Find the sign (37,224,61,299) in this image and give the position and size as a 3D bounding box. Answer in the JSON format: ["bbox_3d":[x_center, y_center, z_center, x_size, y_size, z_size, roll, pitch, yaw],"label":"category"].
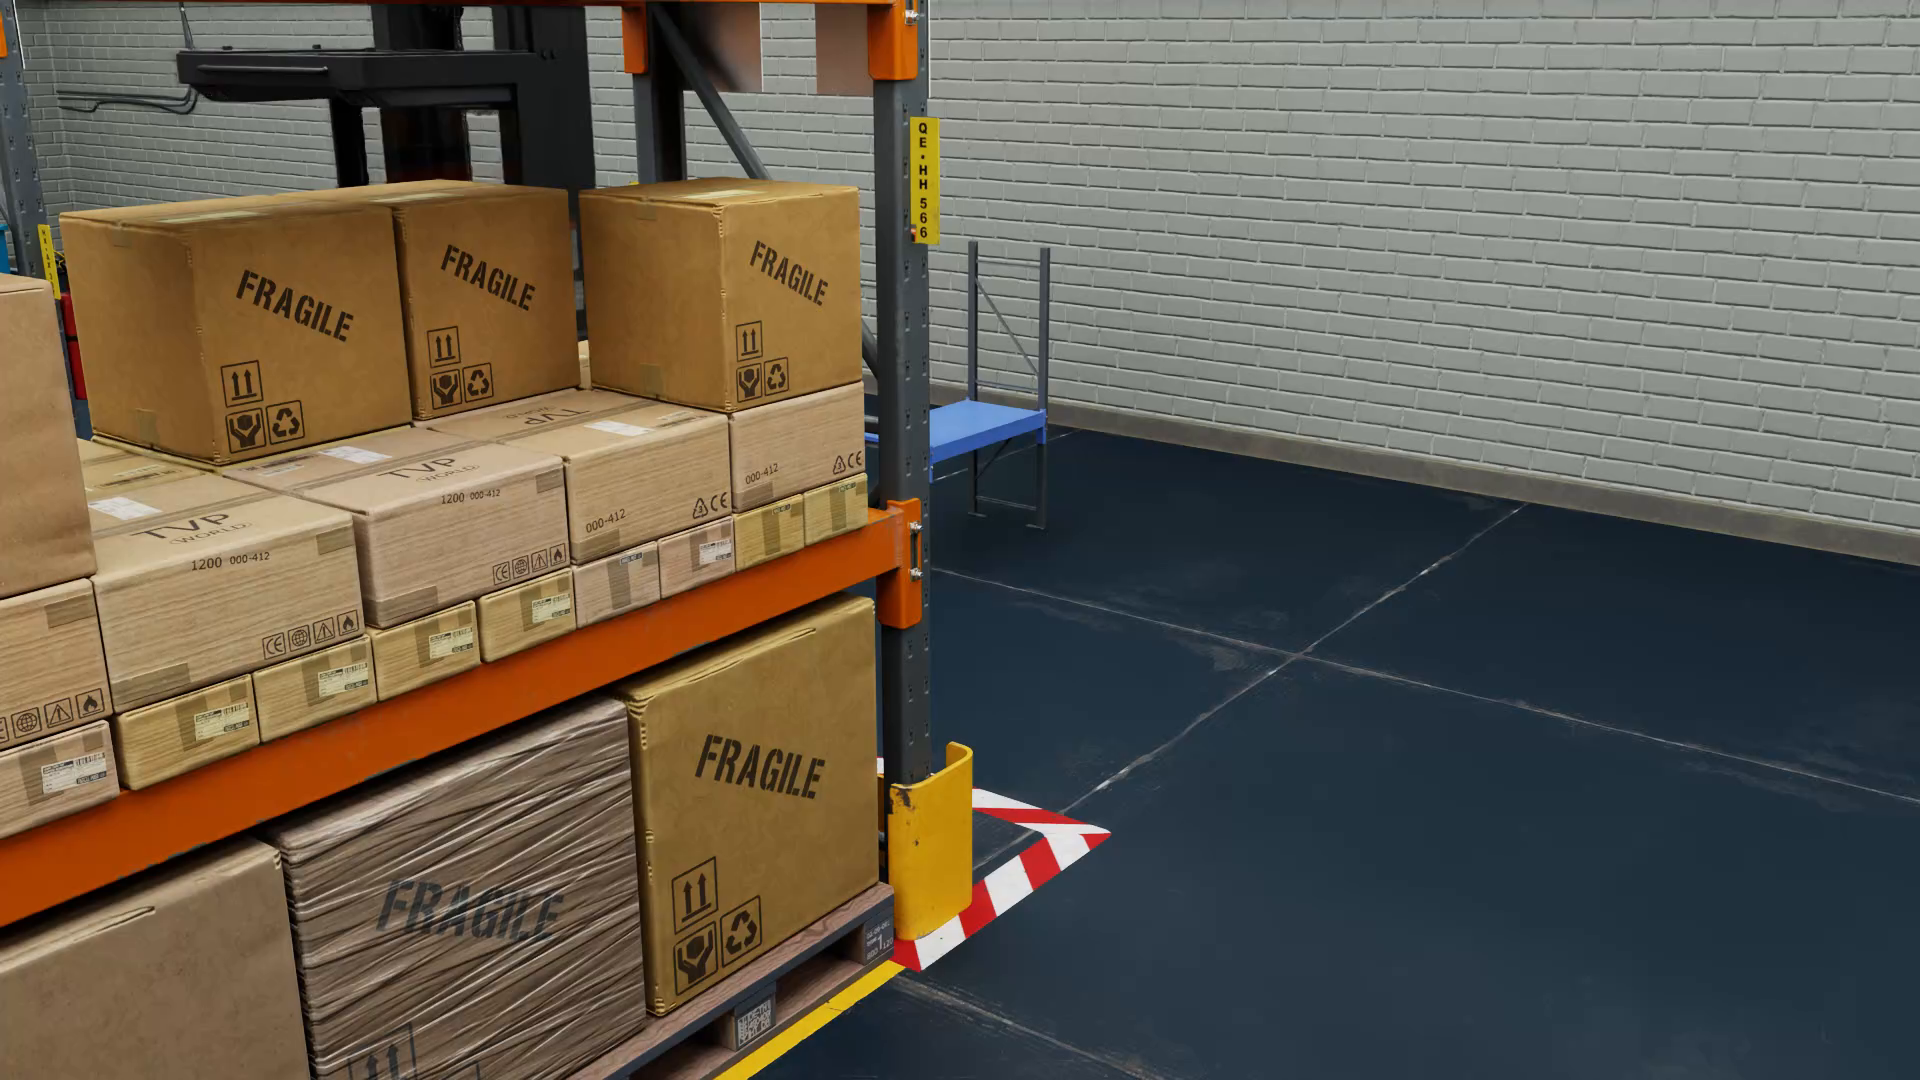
[{"bbox_3d":[-4.048,-1.236,7.392,0.100,0.325,0.005,12,21,35],"label":"sign"}]

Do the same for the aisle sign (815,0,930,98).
[{"bbox_3d":[-0.238,-1.582,4.397,0.394,0.787,0.004,12,21,35],"label":"aisle sign"}]

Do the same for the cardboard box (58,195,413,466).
[{"bbox_3d":[-1.627,-0.495,3.766,0.500,0.500,0.500,12,21,33],"label":"cardboard box"}]

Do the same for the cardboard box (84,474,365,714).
[{"bbox_3d":[-1.511,0.082,3.172,0.500,0.250,0.500,12,21,35],"label":"cardboard box"}]

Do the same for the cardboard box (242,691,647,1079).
[{"bbox_3d":[-1.381,0.821,3.916,0.875,0.875,0.875,12,21,35],"label":"cardboard box"}]

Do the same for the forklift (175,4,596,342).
[{"bbox_3d":[-2.186,-0.831,6.476,1.130,2.935,3.031,11,20,31],"label":"forklift"}]

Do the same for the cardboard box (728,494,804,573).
[{"bbox_3d":[-0.623,-0.051,4.274,0.380,0.149,0.250,13,21,35],"label":"cardboard box"}]

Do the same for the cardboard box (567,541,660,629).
[{"bbox_3d":[-0.924,0.068,3.891,0.380,0.149,0.250,13,21,36],"label":"cardboard box"}]

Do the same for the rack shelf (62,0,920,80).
[{"bbox_3d":[-1.714,-0.989,3.026,1.077,0.370,4.000,12,21,35],"label":"rack shelf"}]

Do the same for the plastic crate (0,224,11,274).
[{"bbox_3d":[-4.549,-1.184,7.339,0.616,0.435,0.499,12,21,35],"label":"plastic crate"}]

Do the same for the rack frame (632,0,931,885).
[{"bbox_3d":[-0.522,-0.376,4.898,1.000,3.000,0.127,12,21,35],"label":"rack frame"}]

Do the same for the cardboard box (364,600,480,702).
[{"bbox_3d":[-1.231,0.192,3.491,0.380,0.149,0.250,13,21,35],"label":"cardboard box"}]

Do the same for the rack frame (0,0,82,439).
[{"bbox_3d":[-4.500,-1.252,7.716,1.000,3.000,0.127,12,21,35],"label":"rack frame"}]

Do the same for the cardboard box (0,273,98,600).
[{"bbox_3d":[-1.809,-0.162,2.694,0.500,0.500,0.500,12,21,33],"label":"cardboard box"}]

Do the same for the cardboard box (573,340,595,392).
[{"bbox_3d":[-1.025,-0.380,4.662,0.500,0.250,0.500,12,21,33],"label":"cardboard box"}]

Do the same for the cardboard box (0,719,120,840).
[{"bbox_3d":[-1.690,0.376,2.899,0.380,0.149,0.250,13,21,35],"label":"cardboard box"}]

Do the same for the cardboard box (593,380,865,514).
[{"bbox_3d":[-0.598,-0.284,4.353,0.500,0.250,0.500,12,21,34],"label":"cardboard box"}]

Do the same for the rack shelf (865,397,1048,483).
[{"bbox_3d":[-0.051,-0.524,8.509,0.538,0.185,1.000,12,21,35],"label":"rack shelf"}]

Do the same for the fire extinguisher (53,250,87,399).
[{"bbox_3d":[-4.045,-0.992,7.640,0.296,0.674,0.183,12,21,35],"label":"fire extinguisher"}]

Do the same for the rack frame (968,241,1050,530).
[{"bbox_3d":[0.252,-0.817,8.846,0.500,1.500,0.032,12,21,35],"label":"rack frame"}]

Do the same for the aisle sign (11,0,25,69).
[{"bbox_3d":[-4.222,-2.458,7.219,0.394,0.787,0.004,12,21,35],"label":"aisle sign"}]

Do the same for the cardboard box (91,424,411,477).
[{"bbox_3d":[-1.632,-0.136,3.876,0.500,0.250,0.500,12,21,33],"label":"cardboard box"}]

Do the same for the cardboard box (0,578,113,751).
[{"bbox_3d":[-1.811,0.198,2.799,0.500,0.250,0.500,13,22,36],"label":"cardboard box"}]

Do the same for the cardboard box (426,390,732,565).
[{"bbox_3d":[-0.901,-0.164,3.965,0.500,0.250,0.500,12,21,34],"label":"cardboard box"}]

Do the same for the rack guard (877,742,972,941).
[{"bbox_3d":[-0.508,0.812,5.287,1.175,0.500,0.348,12,21,35],"label":"rack guard"}]

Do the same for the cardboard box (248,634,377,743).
[{"bbox_3d":[-1.381,0.251,3.302,0.380,0.149,0.250,13,21,36],"label":"cardboard box"}]

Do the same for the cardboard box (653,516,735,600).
[{"bbox_3d":[-0.775,0.009,4.081,0.380,0.149,0.250,12,21,35],"label":"cardboard box"}]

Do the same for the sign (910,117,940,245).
[{"bbox_3d":[-0.095,-0.943,4.372,0.100,0.325,0.005,12,21,35],"label":"sign"}]

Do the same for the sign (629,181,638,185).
[{"bbox_3d":[-0.964,-0.927,5.078,0.100,0.325,0.005,12,21,35],"label":"sign"}]

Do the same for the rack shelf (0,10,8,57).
[{"bbox_3d":[-5.692,-1.864,5.844,1.077,0.370,4.000,12,21,35],"label":"rack shelf"}]

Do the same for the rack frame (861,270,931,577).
[{"bbox_3d":[-0.354,-0.575,8.066,0.500,1.500,0.032,12,21,35],"label":"rack frame"}]

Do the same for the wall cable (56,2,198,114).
[{"bbox_3d":[-8.799,-5.668,17.059,3.097,2.526,0.112,12,21,35],"label":"wall cable"}]

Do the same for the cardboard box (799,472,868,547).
[{"bbox_3d":[-0.470,-0.113,4.475,0.380,0.149,0.250,13,21,36],"label":"cardboard box"}]

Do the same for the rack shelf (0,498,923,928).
[{"bbox_3d":[-1.714,0.444,3.471,1.077,0.370,4.000,12,21,35],"label":"rack shelf"}]

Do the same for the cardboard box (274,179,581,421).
[{"bbox_3d":[-1.323,-0.619,4.167,0.500,0.500,0.500,12,21,33],"label":"cardboard box"}]

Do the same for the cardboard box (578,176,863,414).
[{"bbox_3d":[-0.601,-0.642,4.242,0.500,0.500,0.500,13,21,35],"label":"cardboard box"}]

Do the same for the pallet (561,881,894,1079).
[{"bbox_3d":[-0.936,1.160,4.654,1.003,0.211,1.213,12,21,35],"label":"pallet"}]

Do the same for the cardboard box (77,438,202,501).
[{"bbox_3d":[-1.938,-0.011,3.473,0.500,0.250,0.500,12,21,34],"label":"cardboard box"}]

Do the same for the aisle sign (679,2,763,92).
[{"bbox_3d":[-0.720,-1.688,4.738,0.394,0.787,0.004,12,21,35],"label":"aisle sign"}]

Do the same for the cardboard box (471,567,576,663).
[{"bbox_3d":[-1.077,0.130,3.691,0.380,0.149,0.250,12,21,33],"label":"cardboard box"}]

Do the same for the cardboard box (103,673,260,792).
[{"bbox_3d":[-1.535,0.313,3.101,0.380,0.149,0.250,12,21,33],"label":"cardboard box"}]

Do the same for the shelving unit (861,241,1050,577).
[{"bbox_3d":[-0.051,-0.696,8.456,0.538,1.500,1.048,12,21,35],"label":"shelving unit"}]

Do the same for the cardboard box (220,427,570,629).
[{"bbox_3d":[-1.203,-0.043,3.574,0.500,0.250,0.500,12,21,33],"label":"cardboard box"}]

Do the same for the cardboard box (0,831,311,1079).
[{"bbox_3d":[-1.912,1.033,3.234,0.875,0.875,0.875,12,21,35],"label":"cardboard box"}]

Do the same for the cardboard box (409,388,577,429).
[{"bbox_3d":[-1.329,-0.255,4.259,0.500,0.250,0.500,12,21,34],"label":"cardboard box"}]

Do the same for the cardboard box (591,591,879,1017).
[{"bbox_3d":[-0.839,0.604,4.614,0.875,0.875,0.875,12,21,35],"label":"cardboard box"}]
